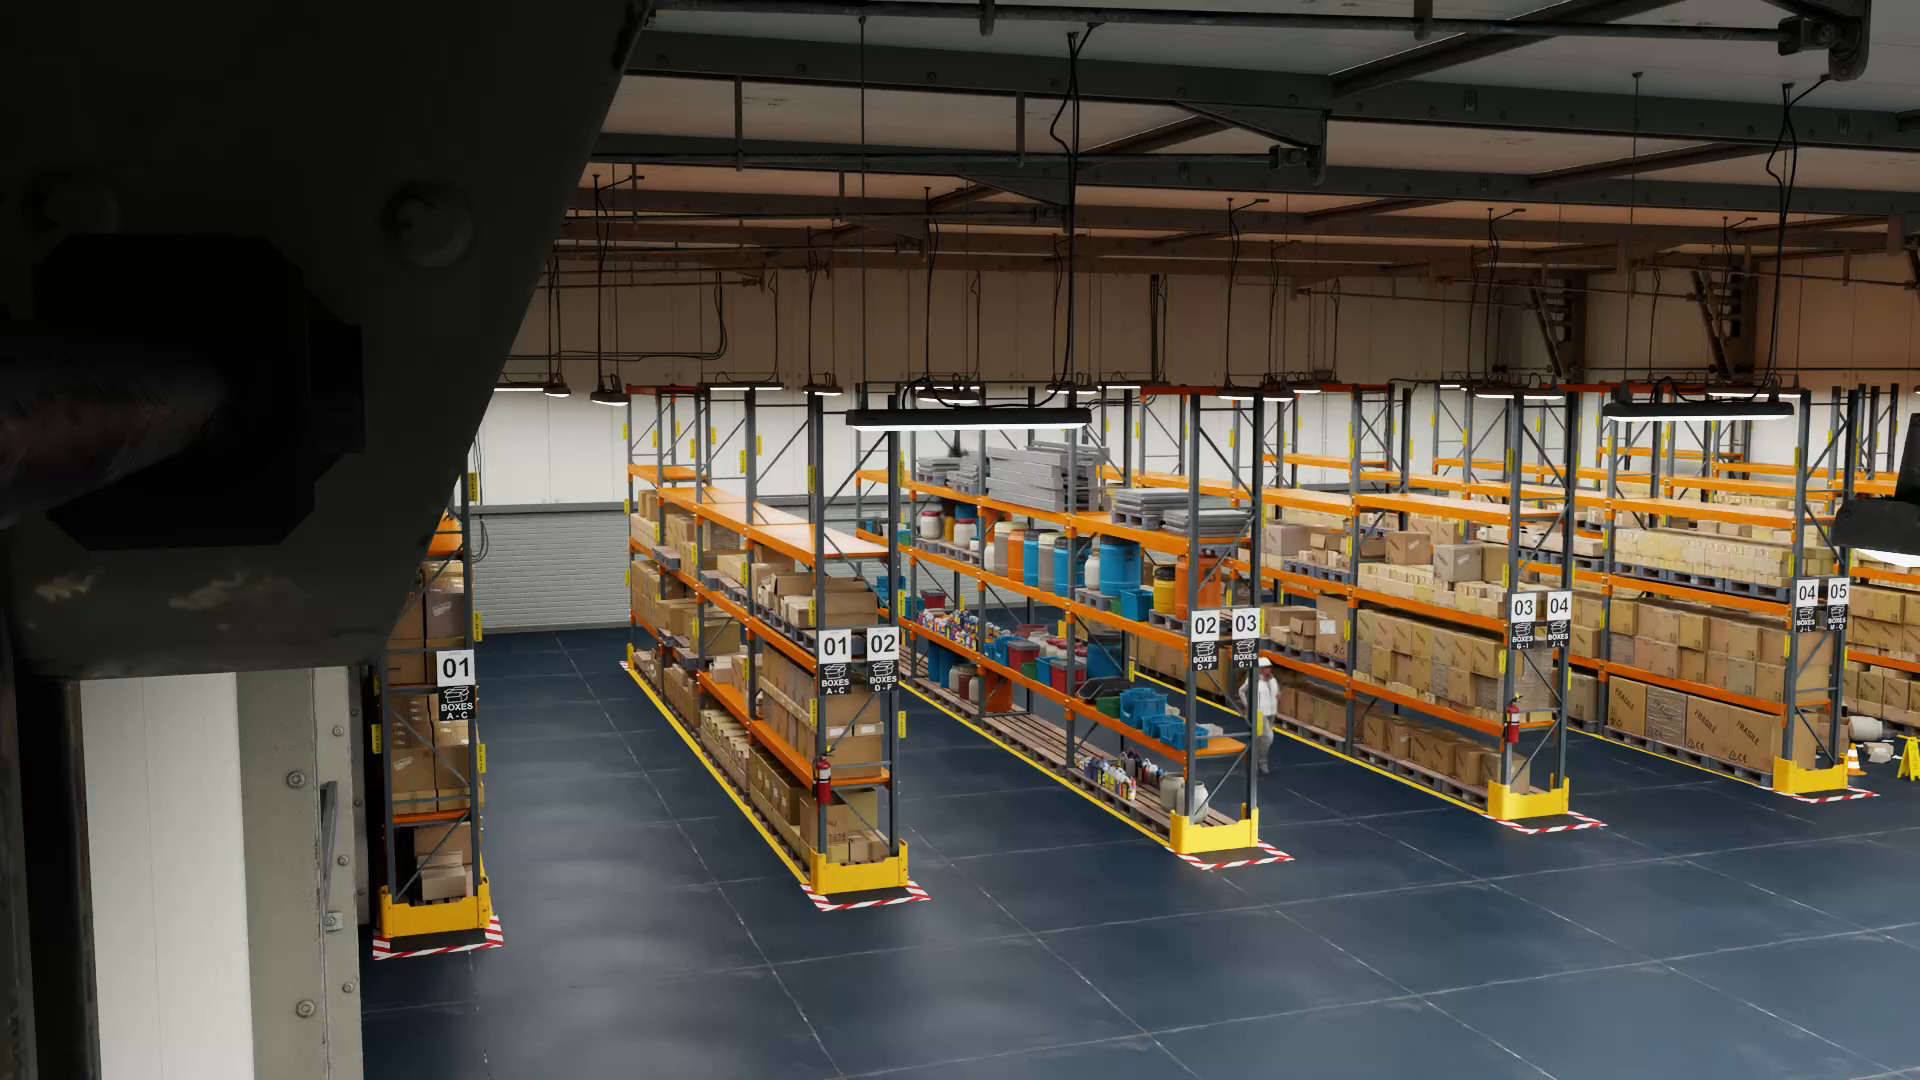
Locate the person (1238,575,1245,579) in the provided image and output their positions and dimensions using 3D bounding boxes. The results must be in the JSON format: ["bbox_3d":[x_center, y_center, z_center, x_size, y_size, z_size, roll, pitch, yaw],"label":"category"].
[{"bbox_3d":[6.393,1.605,38.135,0.606,1.606,0.548,-2,6,-15],"label":"person"}]

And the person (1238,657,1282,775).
[{"bbox_3d":[4.778,2.757,26.158,0.624,1.825,0.746,-4,7,-34],"label":"person"}]
